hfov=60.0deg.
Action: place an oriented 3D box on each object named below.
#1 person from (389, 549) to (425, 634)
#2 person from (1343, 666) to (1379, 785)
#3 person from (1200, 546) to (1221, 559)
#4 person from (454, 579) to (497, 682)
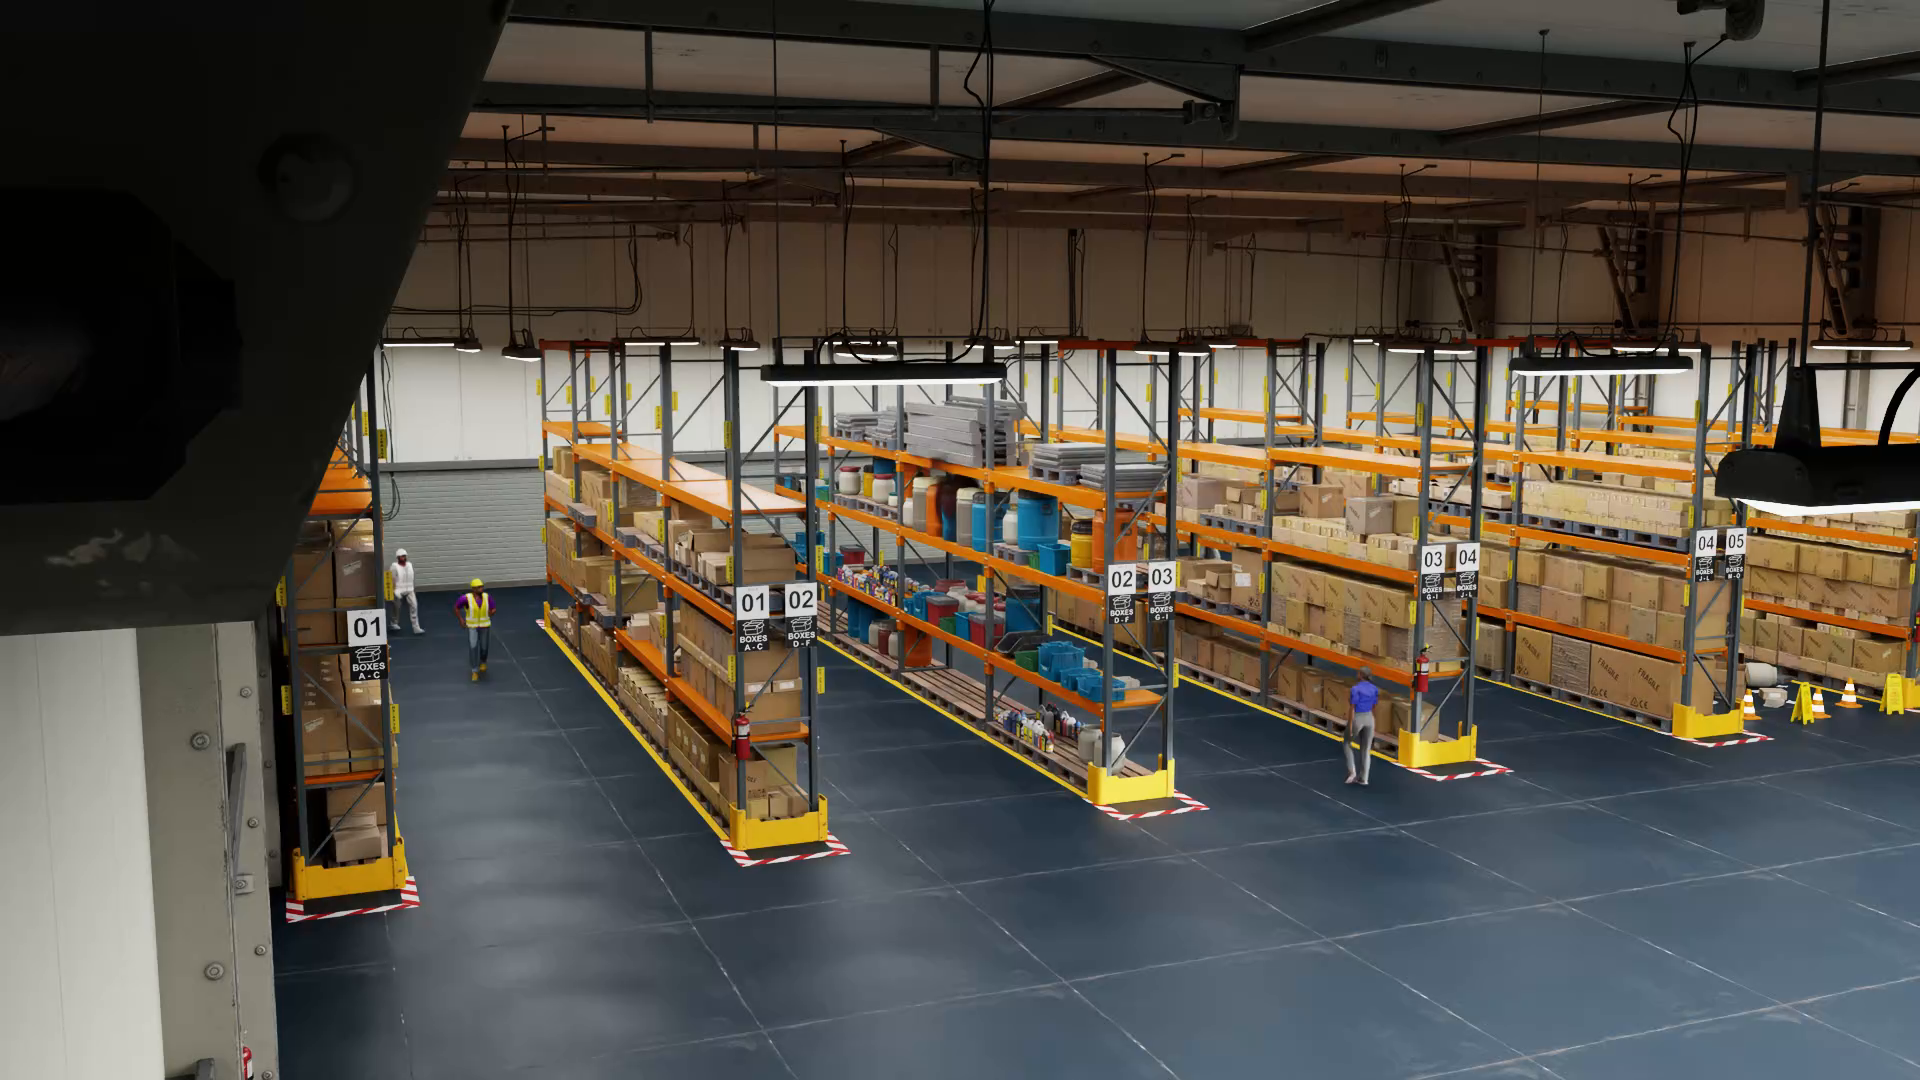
[{"bbox_3d":[-11.349,1.050,33.959,0.568,1.744,1.019,-7,10,-44],"label":"person"},{"bbox_3d":[5.529,2.545,22.883,0.438,1.681,0.429,0,7,0],"label":"person"},{"bbox_3d":[6.457,-0.043,42.697,0.540,1.621,0.961,-3,8,-23],"label":"person"},{"bbox_3d":[-8.683,1.586,29.859,0.739,1.808,0.847,-2,8,-18],"label":"person"}]
